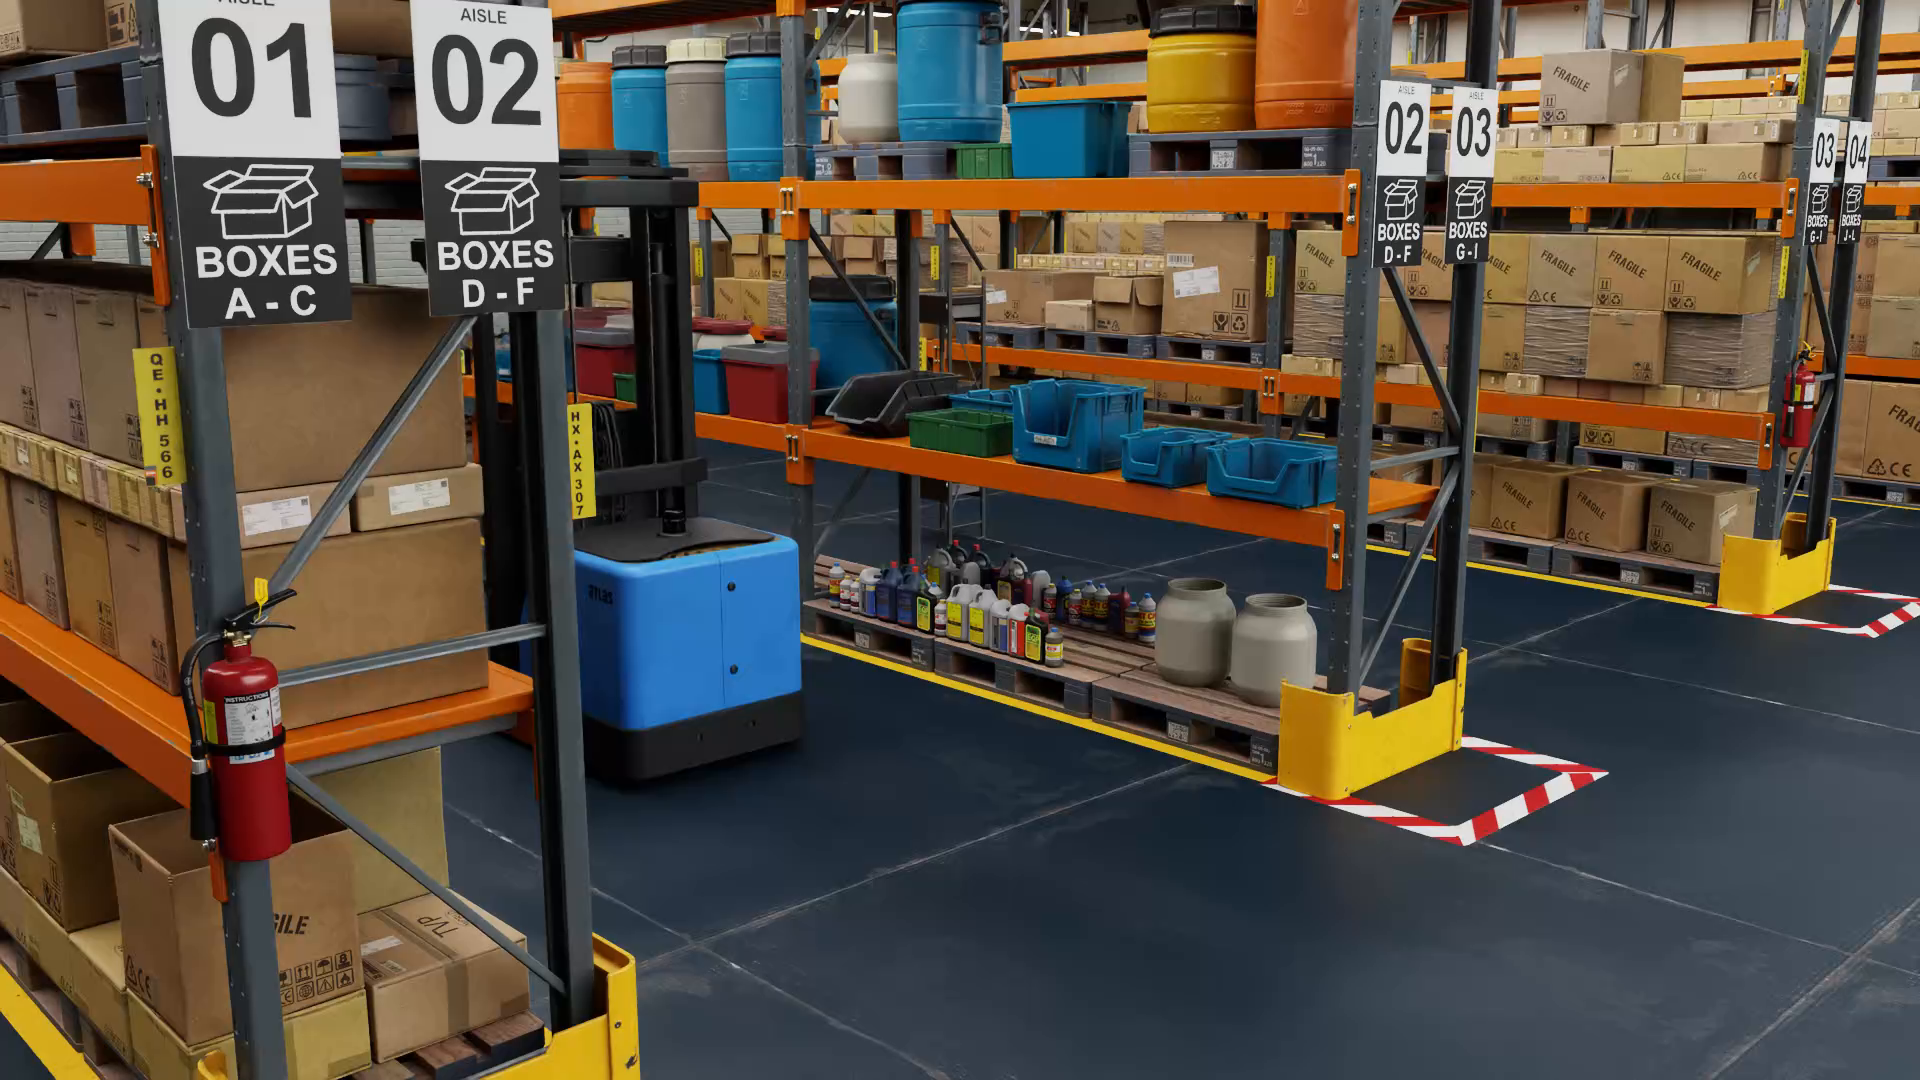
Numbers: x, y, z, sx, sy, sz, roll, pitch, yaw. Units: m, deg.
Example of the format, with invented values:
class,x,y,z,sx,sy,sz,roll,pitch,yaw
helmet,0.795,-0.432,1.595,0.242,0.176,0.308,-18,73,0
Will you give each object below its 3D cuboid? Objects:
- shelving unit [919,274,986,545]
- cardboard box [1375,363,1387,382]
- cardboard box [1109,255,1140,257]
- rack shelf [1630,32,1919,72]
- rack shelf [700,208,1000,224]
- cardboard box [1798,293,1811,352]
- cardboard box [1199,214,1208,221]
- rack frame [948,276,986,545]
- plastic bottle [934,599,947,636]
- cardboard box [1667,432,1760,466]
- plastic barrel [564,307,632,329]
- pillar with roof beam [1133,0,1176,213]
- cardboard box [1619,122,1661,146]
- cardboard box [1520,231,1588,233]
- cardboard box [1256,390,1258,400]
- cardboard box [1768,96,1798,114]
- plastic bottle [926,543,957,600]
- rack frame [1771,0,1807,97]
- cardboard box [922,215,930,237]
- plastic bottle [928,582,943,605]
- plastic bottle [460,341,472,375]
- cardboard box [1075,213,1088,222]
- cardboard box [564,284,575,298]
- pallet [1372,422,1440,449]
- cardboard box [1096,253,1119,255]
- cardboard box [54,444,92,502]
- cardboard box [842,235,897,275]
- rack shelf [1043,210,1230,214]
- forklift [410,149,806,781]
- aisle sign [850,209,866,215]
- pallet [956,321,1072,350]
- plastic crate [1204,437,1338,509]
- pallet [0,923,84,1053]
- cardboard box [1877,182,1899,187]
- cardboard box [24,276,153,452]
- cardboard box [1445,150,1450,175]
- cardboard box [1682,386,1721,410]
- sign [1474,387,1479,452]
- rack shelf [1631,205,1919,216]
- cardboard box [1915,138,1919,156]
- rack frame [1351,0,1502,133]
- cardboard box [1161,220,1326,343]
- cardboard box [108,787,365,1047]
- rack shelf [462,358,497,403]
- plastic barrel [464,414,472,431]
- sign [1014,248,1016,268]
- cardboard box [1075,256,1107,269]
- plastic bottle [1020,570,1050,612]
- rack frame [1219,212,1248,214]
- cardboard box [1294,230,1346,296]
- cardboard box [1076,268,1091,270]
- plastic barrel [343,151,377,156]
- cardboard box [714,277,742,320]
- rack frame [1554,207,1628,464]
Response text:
class,x,y,z,sx,sy,sz,roll,pitch,yaw
shelving unit,-0.114,-1.053,13.317,0.431,2.100,0.503,-11,16,-43
cardboard box,3.383,-1.344,13.123,0.380,0.149,0.250,-11,16,-43
cardboard box,2.179,-3.681,21.953,0.250,0.149,0.380,11,16,43
rack shelf,7.954,-4.421,15.342,1.077,0.370,4.000,-11,16,-43
rack shelf,-1.227,-3.639,17.988,1.077,0.370,4.000,-11,16,-43
cardboard box,7.959,-2.108,15.839,0.875,0.550,0.500,-11,16,-43
cardboard box,4.012,-5.105,26.425,0.380,0.149,0.250,-10,16,-41
rack frame,0.054,-1.017,13.144,0.400,2.100,0.015,-11,16,-43
plastic bottle,-0.100,0.447,9.654,0.097,0.201,0.097,0,12,0
cardboard box,7.582,-1.255,16.295,0.875,0.875,0.875,-11,16,-42
plastic barrel,-2.889,-1.581,13.314,0.600,0.536,0.708,-11,16,-43
pillar with roof beam,1.060,-8.328,31.534,9.100,9.000,0.548,-11,16,-43
cardboard box,4.707,-2.763,11.338,0.380,0.149,0.250,-11,16,-42
cardboard box,4.460,-2.084,12.630,0.500,0.500,0.500,-11,16,-43
cardboard box,3.507,-2.027,20.968,0.500,0.500,0.500,11,16,43
cardboard box,7.630,-3.991,15.276,0.380,0.149,0.250,-11,16,-43
plastic bottle,-0.117,0.200,10.482,0.144,0.351,0.185,-11,16,-43
rack frame,10.084,-5.965,20.066,1.000,3.000,0.127,-11,16,-43
cardboard box,-0.545,-4.430,24.018,0.500,0.500,0.500,11,16,43
plastic bottle,-0.150,0.384,9.784,0.097,0.271,0.097,0,12,0
plastic bottle,-4.016,-1.482,13.461,0.061,0.283,0.133,-11,16,-43
cardboard box,2.171,-5.462,28.157,0.380,0.149,0.250,-10,15,-41
cardboard box,-4.871,-3.287,21.567,0.500,0.250,0.500,-11,16,-43
pallet,5.139,-1.237,18.893,1.003,0.211,1.213,-11,16,-43
cardboard box,2.628,-4.571,27.915,0.500,0.500,0.500,-11,16,-43
cardboard box,-2.603,-0.229,5.234,0.380,0.149,0.250,-10,15,-41
cardboard box,-0.787,-2.975,17.683,0.797,0.503,0.637,-10,16,-41
rack shelf,3.178,-5.603,27.525,1.077,0.370,4.000,-11,16,-43
forklift,-2.135,-0.545,8.792,1.130,2.935,3.031,-10,16,-41
aisle sign,-1.547,-5.400,25.744,0.394,0.787,0.004,-11,16,-43
pallet,0.723,-2.047,16.388,1.213,0.211,1.003,-11,16,-43
plastic crate,1.534,-0.331,7.952,0.499,0.251,0.616,-11,16,-43
pallet,-2.886,1.399,6.096,1.003,0.211,1.213,-11,16,-43
cardboard box,10.834,-4.144,19.282,0.250,0.149,0.380,11,16,43
cardboard box,-2.554,-0.594,5.398,0.700,0.500,0.500,-11,16,-42
cardboard box,3.746,-2.790,12.458,0.500,0.250,0.500,11,16,43
cardboard box,5.160,-0.989,11.400,0.380,0.149,0.250,-11,16,-43
sign,2.497,-0.584,8.126,0.100,0.325,0.005,-11,16,-43
rack shelf,12.290,-5.128,25.218,1.077,0.370,4.000,-11,16,-43
cardboard box,8.510,-3.415,14.455,0.380,0.149,0.250,-11,16,-42
rack frame,2.096,-3.311,7.179,1.000,3.000,0.127,-11,16,-43
cardboard box,2.469,-2.281,14.523,1.000,1.000,1.000,-11,16,-42
cardboard box,-2.074,1.054,4.775,0.500,0.500,0.500,-11,16,-43
rack shelf,-4.810,-1.479,14.941,1.077,0.370,4.000,-11,16,-43
plastic barrel,-4.558,-0.798,14.788,0.600,0.588,0.708,-11,16,-43
sign,0.540,-2.835,17.067,0.100,0.325,0.005,-11,16,-43
cardboard box,1.708,-3.591,21.515,0.380,0.149,0.250,-11,16,-43
plastic bottle,0.452,0.316,10.105,0.152,0.276,0.135,-11,16,-42
rack frame,5.384,-5.471,32.532,1.000,3.000,0.127,-11,16,-43
cardboard box,3.043,-2.229,13.336,0.500,0.500,0.500,-11,16,-43
cardboard box,1.715,-3.445,21.543,0.380,0.149,0.250,-10,15,-40
plastic barrel,-5.414,-3.786,15.412,0.600,0.588,0.600,0,12,0
cardboard box,-2.472,-2.761,19.130,0.500,0.500,0.500,-11,16,-42
rack frame,6.573,-2.323,17.251,1.000,3.000,0.127,-11,16,-43
